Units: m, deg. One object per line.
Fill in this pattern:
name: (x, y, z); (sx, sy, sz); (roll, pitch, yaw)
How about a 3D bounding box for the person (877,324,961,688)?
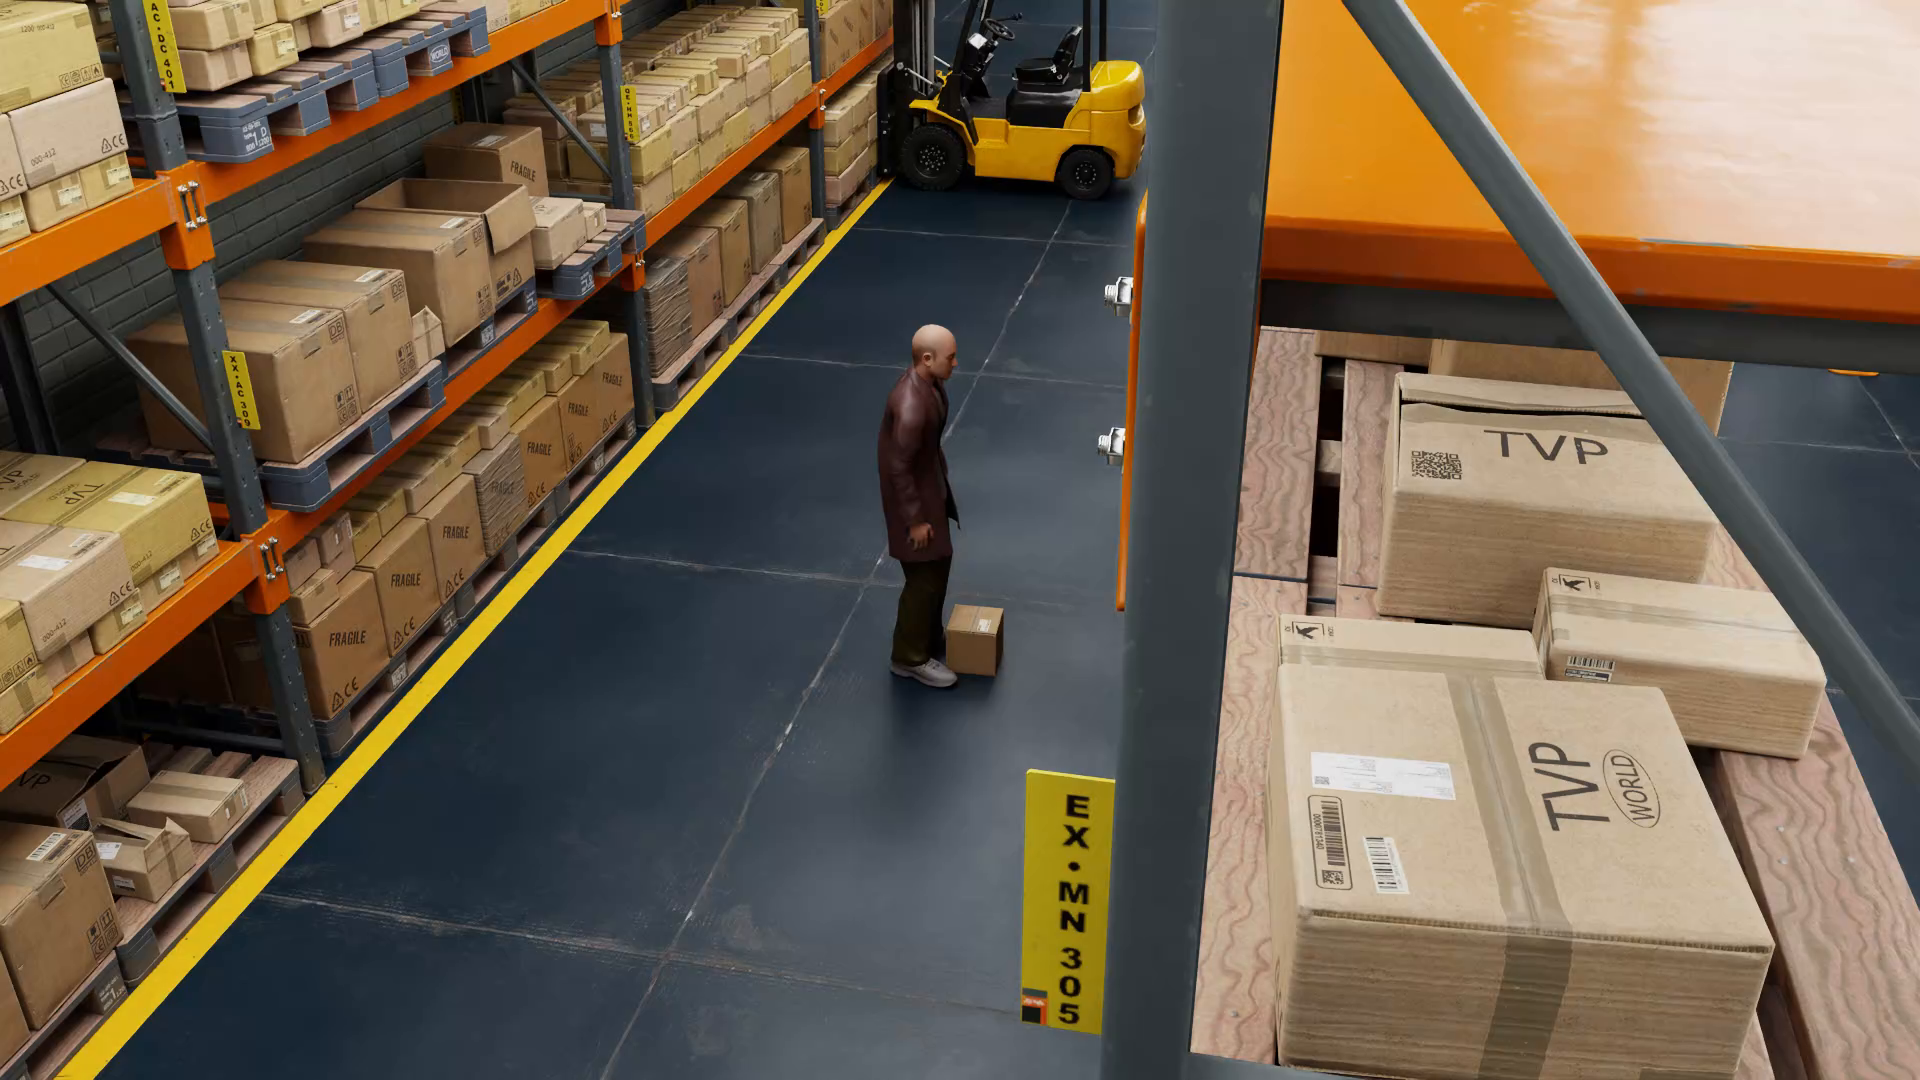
person: (-0.175, -0.190, 7.991); (0.423, 1.773, 0.640); (5, 29, 9)
